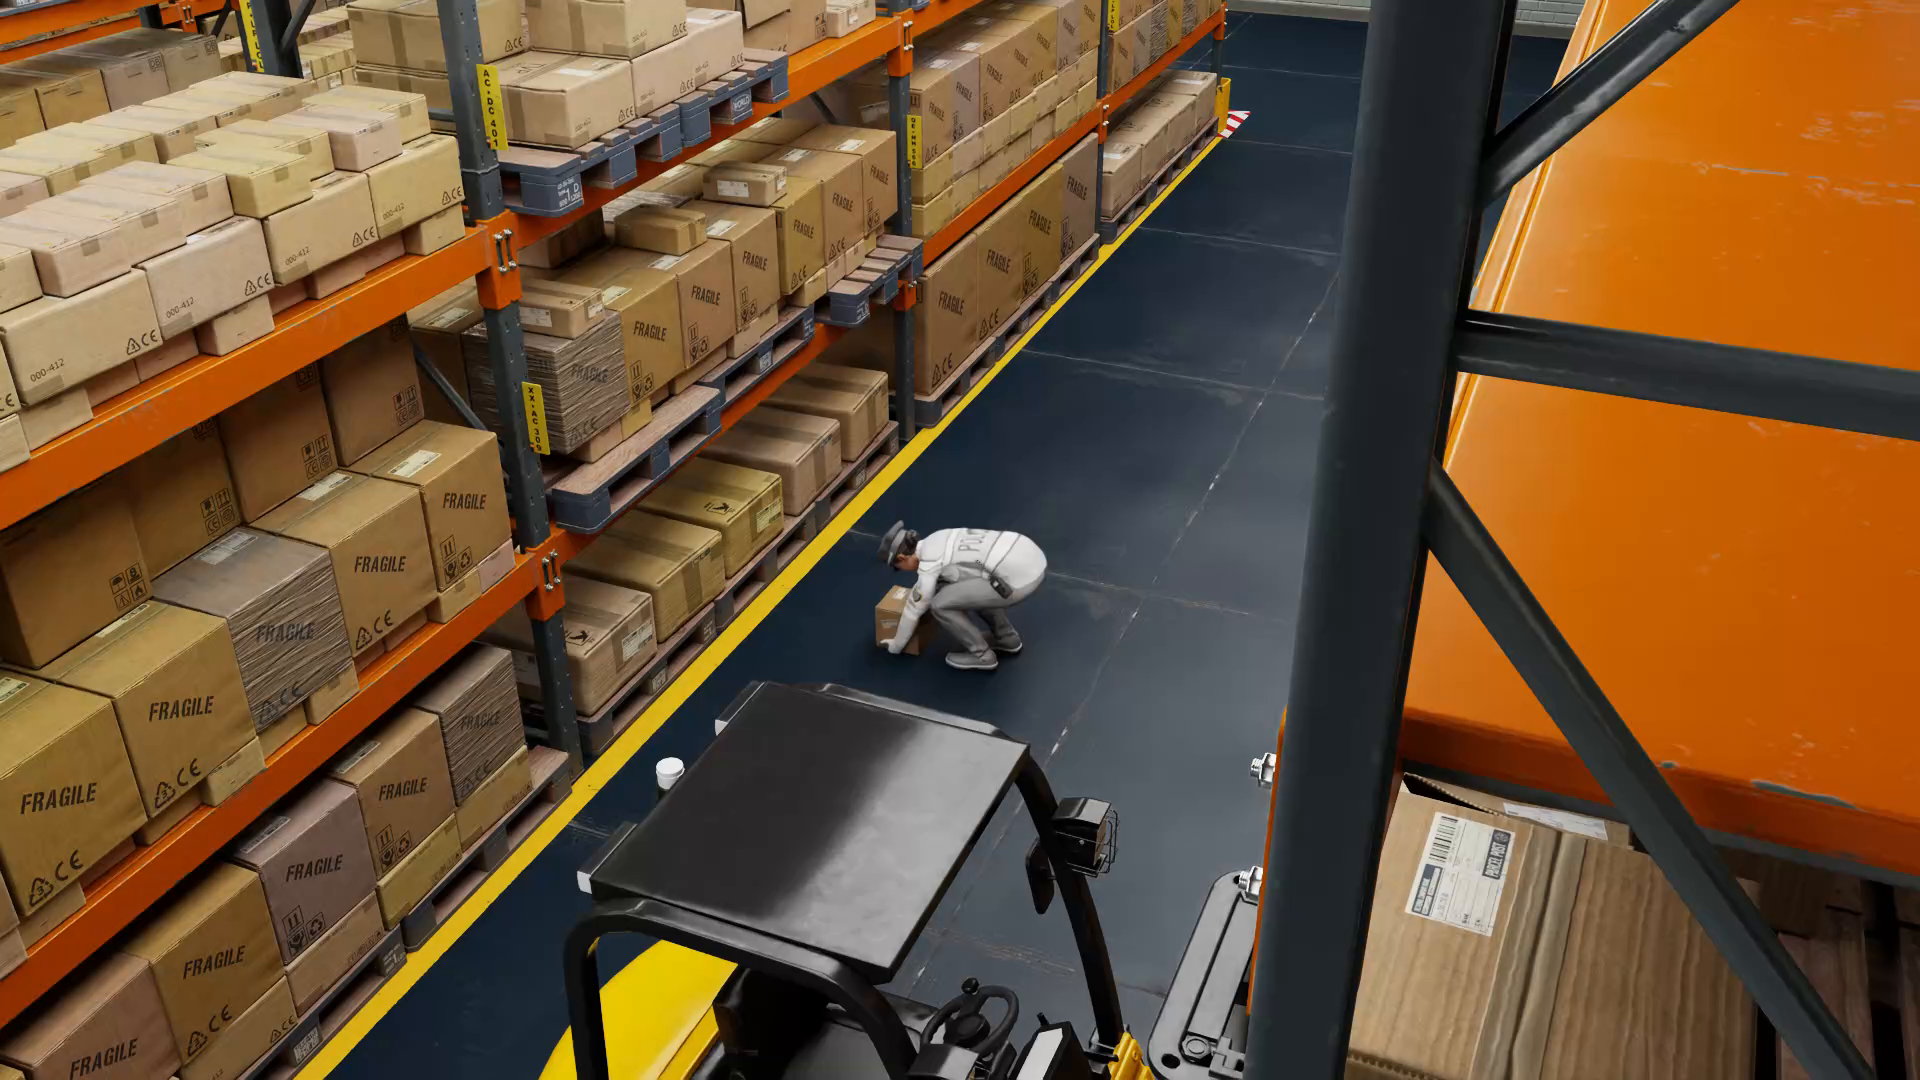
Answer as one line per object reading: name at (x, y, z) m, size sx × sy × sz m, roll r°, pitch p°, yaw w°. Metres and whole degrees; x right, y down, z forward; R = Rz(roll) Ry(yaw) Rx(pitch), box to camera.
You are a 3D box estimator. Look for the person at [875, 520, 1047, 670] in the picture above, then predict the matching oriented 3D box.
person at (-0.004, 0.287, 8.830) m, size 0.913 × 0.759 × 0.444 m, roll 11°, pitch 31°, yaw 18°
